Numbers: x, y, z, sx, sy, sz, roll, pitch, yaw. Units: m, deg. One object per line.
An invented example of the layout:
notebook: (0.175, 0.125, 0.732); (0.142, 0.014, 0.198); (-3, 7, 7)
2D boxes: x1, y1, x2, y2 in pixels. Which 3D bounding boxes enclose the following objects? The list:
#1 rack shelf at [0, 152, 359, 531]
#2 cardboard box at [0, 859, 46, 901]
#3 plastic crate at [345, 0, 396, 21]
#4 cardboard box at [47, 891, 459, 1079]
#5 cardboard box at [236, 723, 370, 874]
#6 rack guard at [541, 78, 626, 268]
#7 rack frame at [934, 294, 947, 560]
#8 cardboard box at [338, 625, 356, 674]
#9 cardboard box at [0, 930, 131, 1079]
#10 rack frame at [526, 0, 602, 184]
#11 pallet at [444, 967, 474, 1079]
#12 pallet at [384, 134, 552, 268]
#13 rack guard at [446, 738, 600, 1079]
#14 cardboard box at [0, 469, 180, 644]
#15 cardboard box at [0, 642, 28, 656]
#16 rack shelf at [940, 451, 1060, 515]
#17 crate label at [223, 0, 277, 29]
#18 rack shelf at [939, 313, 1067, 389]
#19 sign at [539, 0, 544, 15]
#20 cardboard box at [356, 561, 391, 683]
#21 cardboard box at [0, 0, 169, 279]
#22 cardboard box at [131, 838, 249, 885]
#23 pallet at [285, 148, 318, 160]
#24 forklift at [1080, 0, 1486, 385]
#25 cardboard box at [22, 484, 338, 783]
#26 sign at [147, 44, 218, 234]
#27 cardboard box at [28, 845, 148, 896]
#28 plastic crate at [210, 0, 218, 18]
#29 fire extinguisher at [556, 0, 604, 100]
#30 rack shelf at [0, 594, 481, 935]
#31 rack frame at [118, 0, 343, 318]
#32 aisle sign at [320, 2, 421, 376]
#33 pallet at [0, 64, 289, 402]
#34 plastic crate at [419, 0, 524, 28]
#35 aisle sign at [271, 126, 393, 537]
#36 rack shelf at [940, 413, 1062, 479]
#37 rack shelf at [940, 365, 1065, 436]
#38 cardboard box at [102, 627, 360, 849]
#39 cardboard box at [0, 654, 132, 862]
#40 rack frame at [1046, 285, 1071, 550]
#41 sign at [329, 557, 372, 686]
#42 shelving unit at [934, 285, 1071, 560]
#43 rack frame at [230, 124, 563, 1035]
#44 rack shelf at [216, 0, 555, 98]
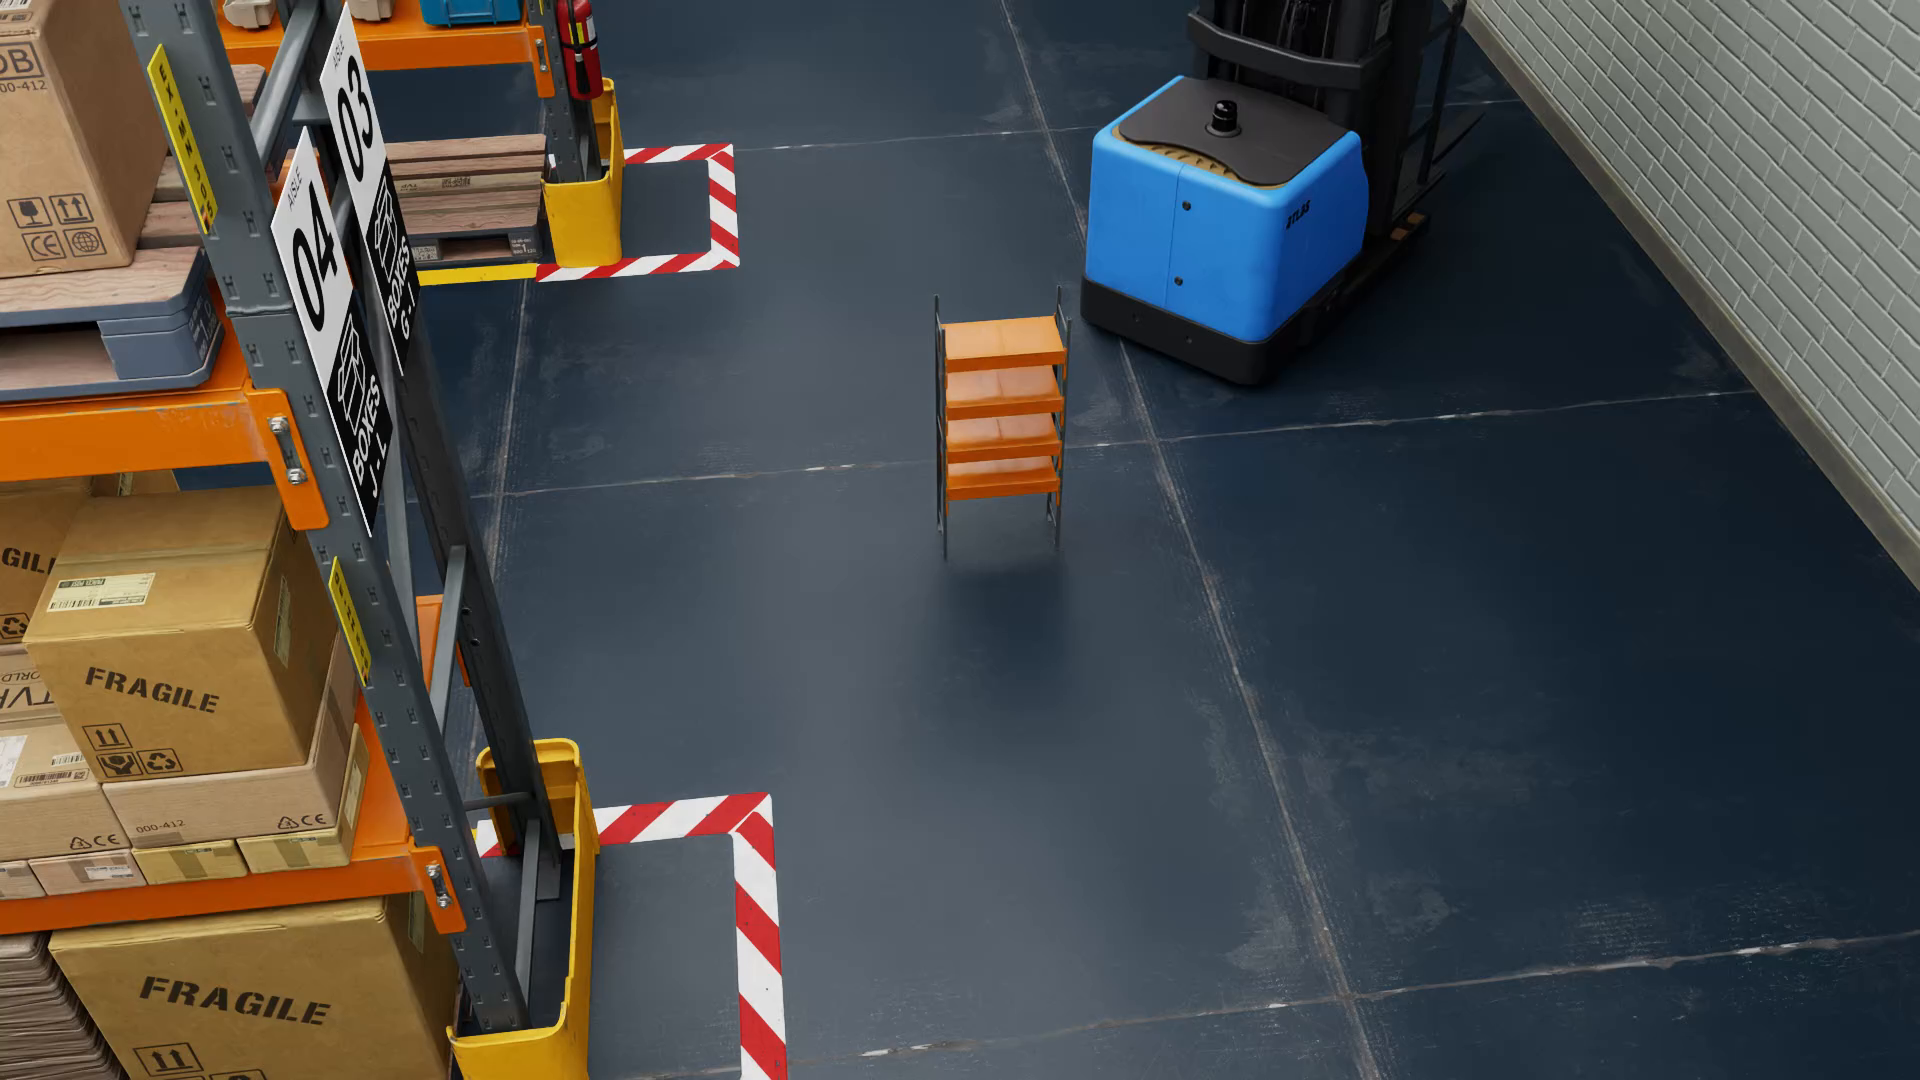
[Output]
rack shelf: (-3.418, -0.331, 3.675); (4.000, 0.370, 1.077); (-5, 42, -6)
cardboard box: (-2.500, 0.751, 4.365); (0.250, 0.149, 0.380); (-4, 42, -5)
plastic crate: (-2.862, -2.680, 8.134); (0.243, 0.136, 0.396); (-5, 42, -6)
cardboard box: (-2.059, 1.084, 5.081); (0.875, 0.875, 0.875); (-5, 42, -6)
cardboard box: (-1.745, 0.685, 4.438); (0.250, 0.149, 0.380); (-4, 42, -5)
rack guard: (-2.055, -2.030, 9.127); (0.348, 0.500, 1.175); (-5, 42, -6)
rack frame: (-0.078, -0.439, 6.841); (0.015, 1.200, 0.240); (-5, 42, -6)
cardboard box: (-1.946, 0.150, 4.734); (0.500, 0.250, 0.500); (-6, 42, -7)
cardboard box: (-2.961, 1.163, 4.994); (0.875, 0.875, 0.875); (-5, 42, -6)
rack frame: (-2.077, -2.947, 8.278); (0.127, 3.000, 1.000); (-5, 42, -6)
pallet: (-2.217, 1.499, 5.430); (1.213, 0.211, 1.003); (-5, 42, -6)
pallet: (-2.900, -1.866, 9.161); (1.213, 0.211, 1.003); (-5, 42, -6)
rack guard: (-1.411, 1.268, 5.470); (0.348, 0.500, 1.175); (-5, 42, -6)
cardboard box: (-2.441, -0.085, 4.435); (0.500, 0.500, 0.500); (-6, 42, -7)
cardboard box: (-2.460, 0.199, 4.679); (0.500, 0.250, 0.500); (-5, 42, -6)
rack shelf: (0.164, -0.263, 7.042); (0.480, 0.148, 0.258); (-5, 42, -6)
crate label: (-3.424, -2.624, 8.072); (0.243, 0.136, 0.396); (-5, 42, -6)
rack shelf: (0.164, -0.752, 6.601); (0.480, 0.148, 0.258); (-5, 42, -6)
sign: (-1.989, -2.644, 7.820); (0.005, 0.325, 0.100); (-5, 42, -6)
cardboard box: (-1.829, 0.247, 4.924); (0.250, 0.149, 0.380); (-5, 42, -5)
cardboard box: (-1.943, -0.921, 3.329); (0.500, 0.500, 0.700); (-7, 43, -8)
cardboard box: (-2.003, 0.709, 4.412); (0.250, 0.149, 0.380); (-5, 42, -5)
pallet: (-4.107, -1.762, 9.046); (1.213, 0.211, 1.003); (-5, 42, -6)
forklift: (1.895, -2.771, 8.134); (1.130, 2.935, 3.031); (27, 48, 27)
cardboard box: (-1.884, 0.226, 4.090); (0.500, 0.500, 0.500); (-5, 42, -5)
sign: (-1.378, -0.709, 2.955); (0.005, 0.325, 0.100); (-5, 42, -6)
cardboard box: (-2.253, 0.730, 4.389); (0.250, 0.149, 0.380); (-5, 42, -5)
plastic crate: (-3.715, -2.586, 8.030); (0.250, 0.136, 0.298); (-5, 42, -6)
fire extinguisher: (-1.868, -2.491, 8.109); (0.183, 0.674, 0.296); (-5, 42, -6)
rack shelf: (-3.418, 0.783, 4.679); (4.000, 0.370, 1.077); (-5, 42, -6)
rack frame: (-1.435, -1.885, 2.622); (0.127, 3.000, 1.000); (-5, 42, -6)
aisle sign: (-1.402, -0.829, 3.988); (0.004, 0.787, 0.394); (-5, 42, -6)
pallet: (-2.169, -0.667, 3.577); (1.213, 0.211, 1.003); (-5, 42, -6)
plastic crate: (-2.385, -2.829, 8.076); (0.499, 0.435, 0.616); (-5, 42, -6)
aisle sign: (-1.324, -0.430, 3.546); (0.004, 0.787, 0.394); (-5, 42, -6)
rack shelf: (0.164, -0.410, 6.909); (0.480, 0.148, 0.258); (-5, 42, -6)
rack shelf: (0.164, -0.576, 6.759); (0.480, 0.148, 0.258); (-5, 42, -6)
cardboard box: (-1.881, 0.506, 4.340); (0.500, 0.250, 0.500); (-6, 42, -6)
cardboard box: (-2.384, 0.549, 4.291); (0.500, 0.250, 0.500); (-6, 42, -6)
rack frame: (0.406, -0.481, 6.888); (0.015, 1.200, 0.240); (-5, 42, -6)
sign: (-1.378, 0.186, 3.763); (0.005, 0.325, 0.100); (-5, 42, -6)
shelving unit: (0.164, -0.460, 6.864); (0.503, 1.200, 0.258); (-5, 42, -6)
rack frame: (-1.435, 0.342, 4.631); (0.127, 3.000, 1.000); (-5, 42, -6)
rack shelf: (-4.060, -2.506, 8.326); (4.000, 0.370, 1.077); (-5, 42, -6)
